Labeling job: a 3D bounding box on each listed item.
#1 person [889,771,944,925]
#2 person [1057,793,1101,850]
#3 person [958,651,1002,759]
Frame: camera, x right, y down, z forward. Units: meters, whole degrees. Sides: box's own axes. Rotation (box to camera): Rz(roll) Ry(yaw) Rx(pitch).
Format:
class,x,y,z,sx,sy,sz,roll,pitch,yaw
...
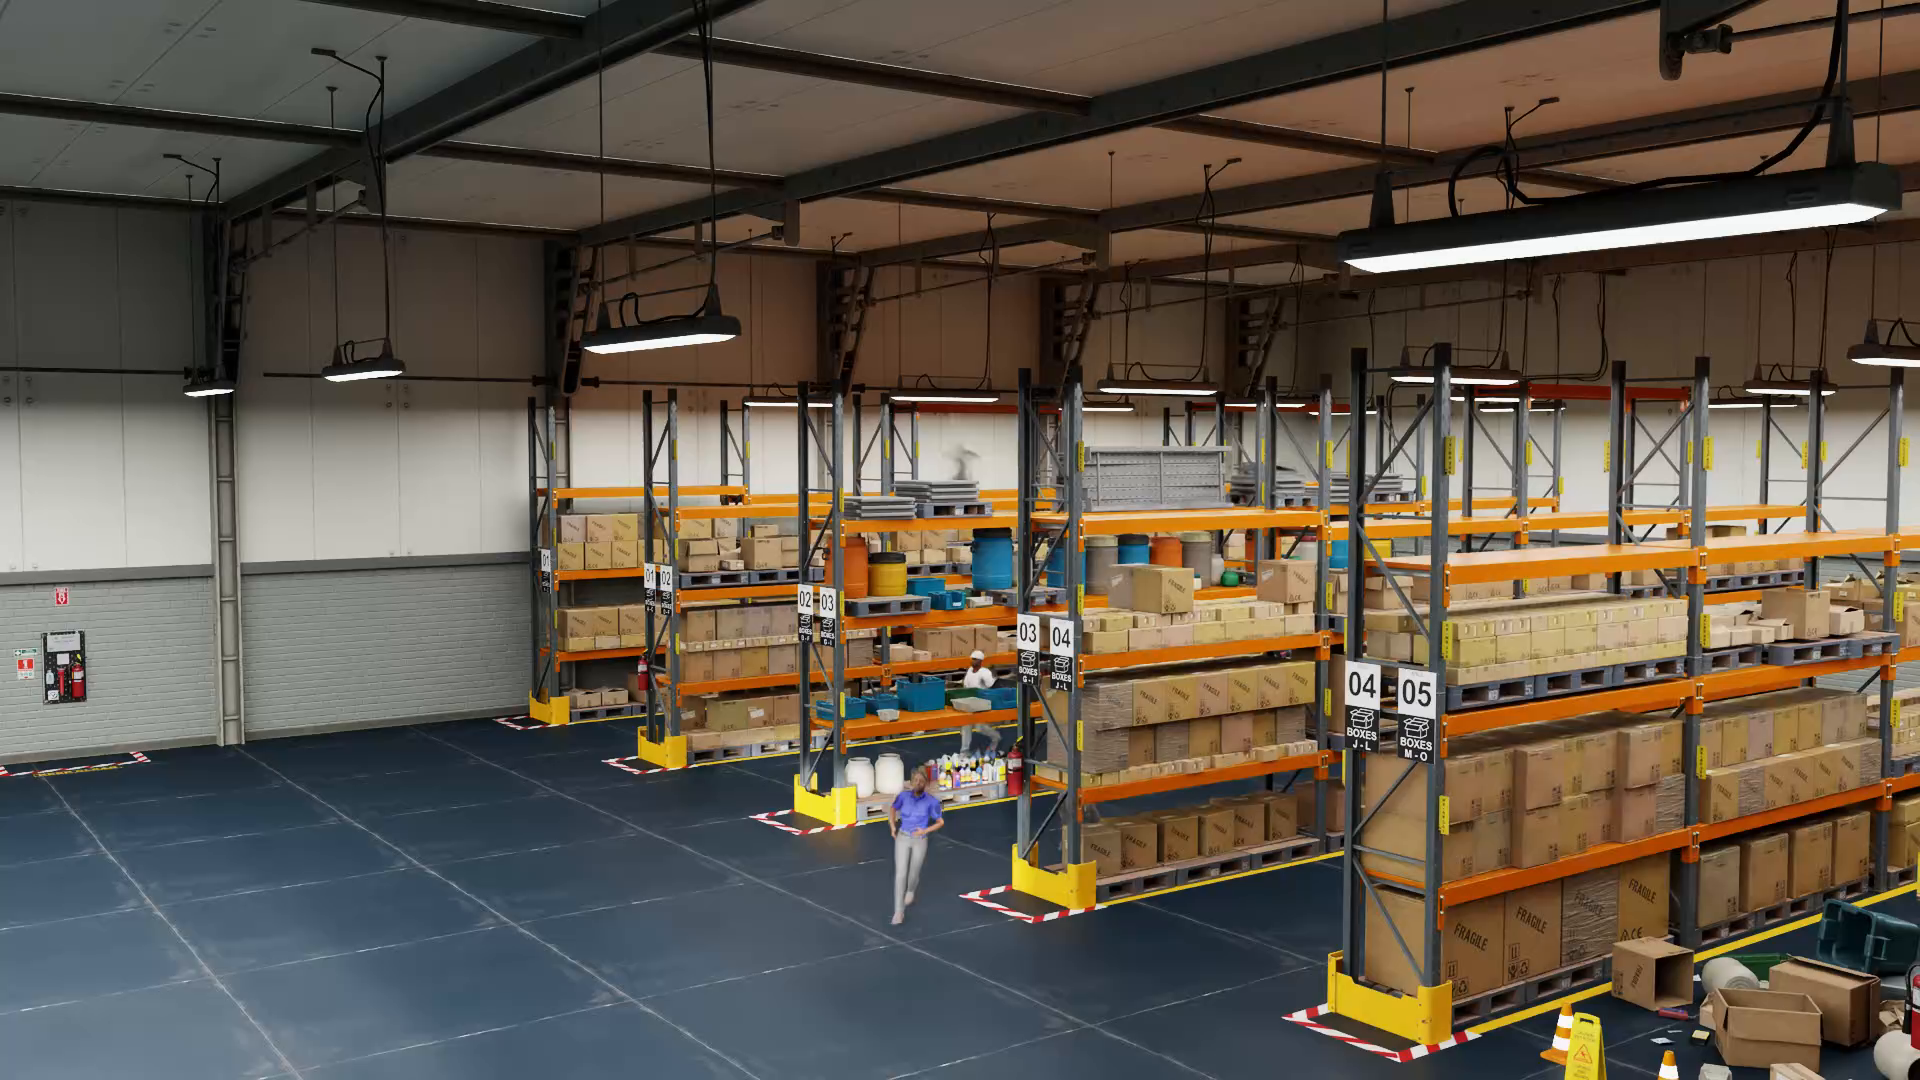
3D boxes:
class,x,y,z,sx,sy,sz,roll,pitch,yaw
person,-0.478,3.311,18.100,0.617,1.640,0.784,1,3,9
person,1.540,3.041,21.106,0.777,1.833,0.638,-3,4,-41
person,0.285,2.680,27.099,0.968,1.773,0.700,-3,5,-45
